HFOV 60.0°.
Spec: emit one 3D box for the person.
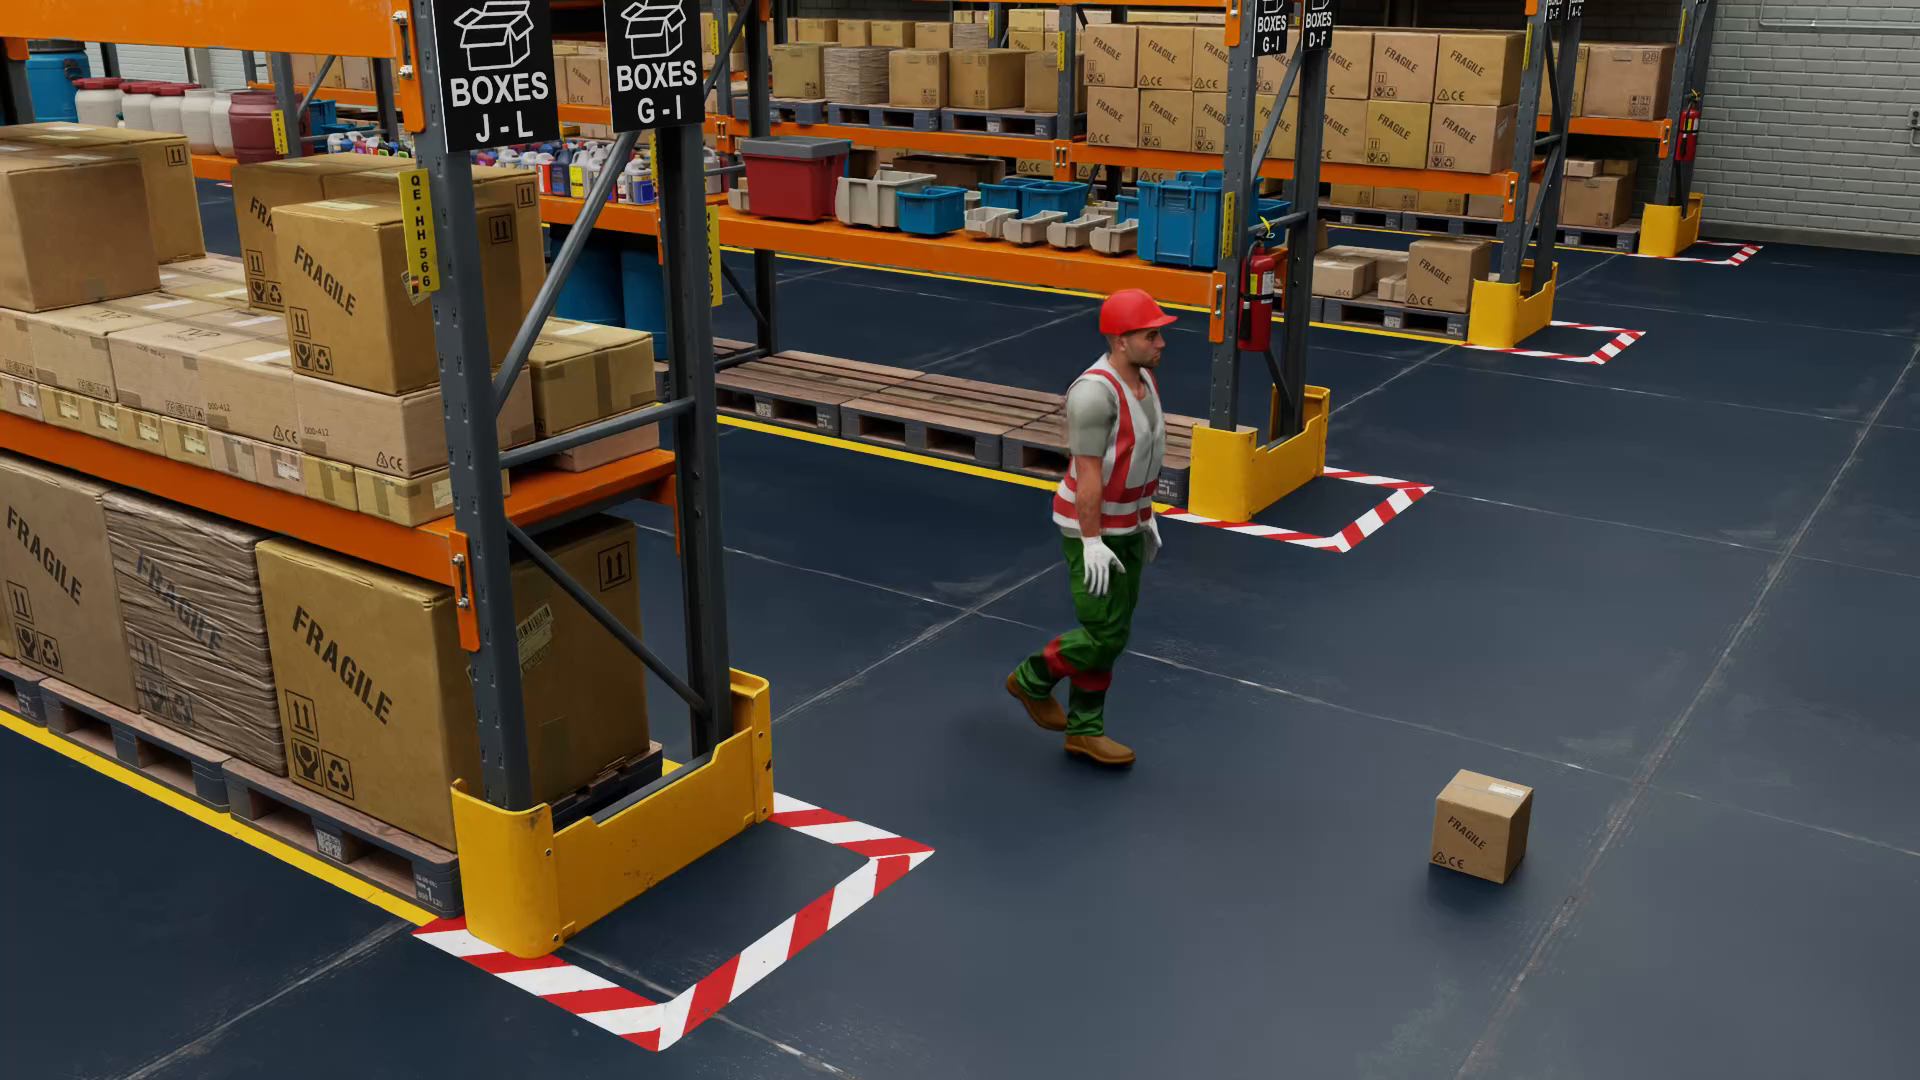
[{"bbox_3d":[0.485,-0.046,6.121,0.556,1.784,0.593,13,24,33],"label":"person"}]
